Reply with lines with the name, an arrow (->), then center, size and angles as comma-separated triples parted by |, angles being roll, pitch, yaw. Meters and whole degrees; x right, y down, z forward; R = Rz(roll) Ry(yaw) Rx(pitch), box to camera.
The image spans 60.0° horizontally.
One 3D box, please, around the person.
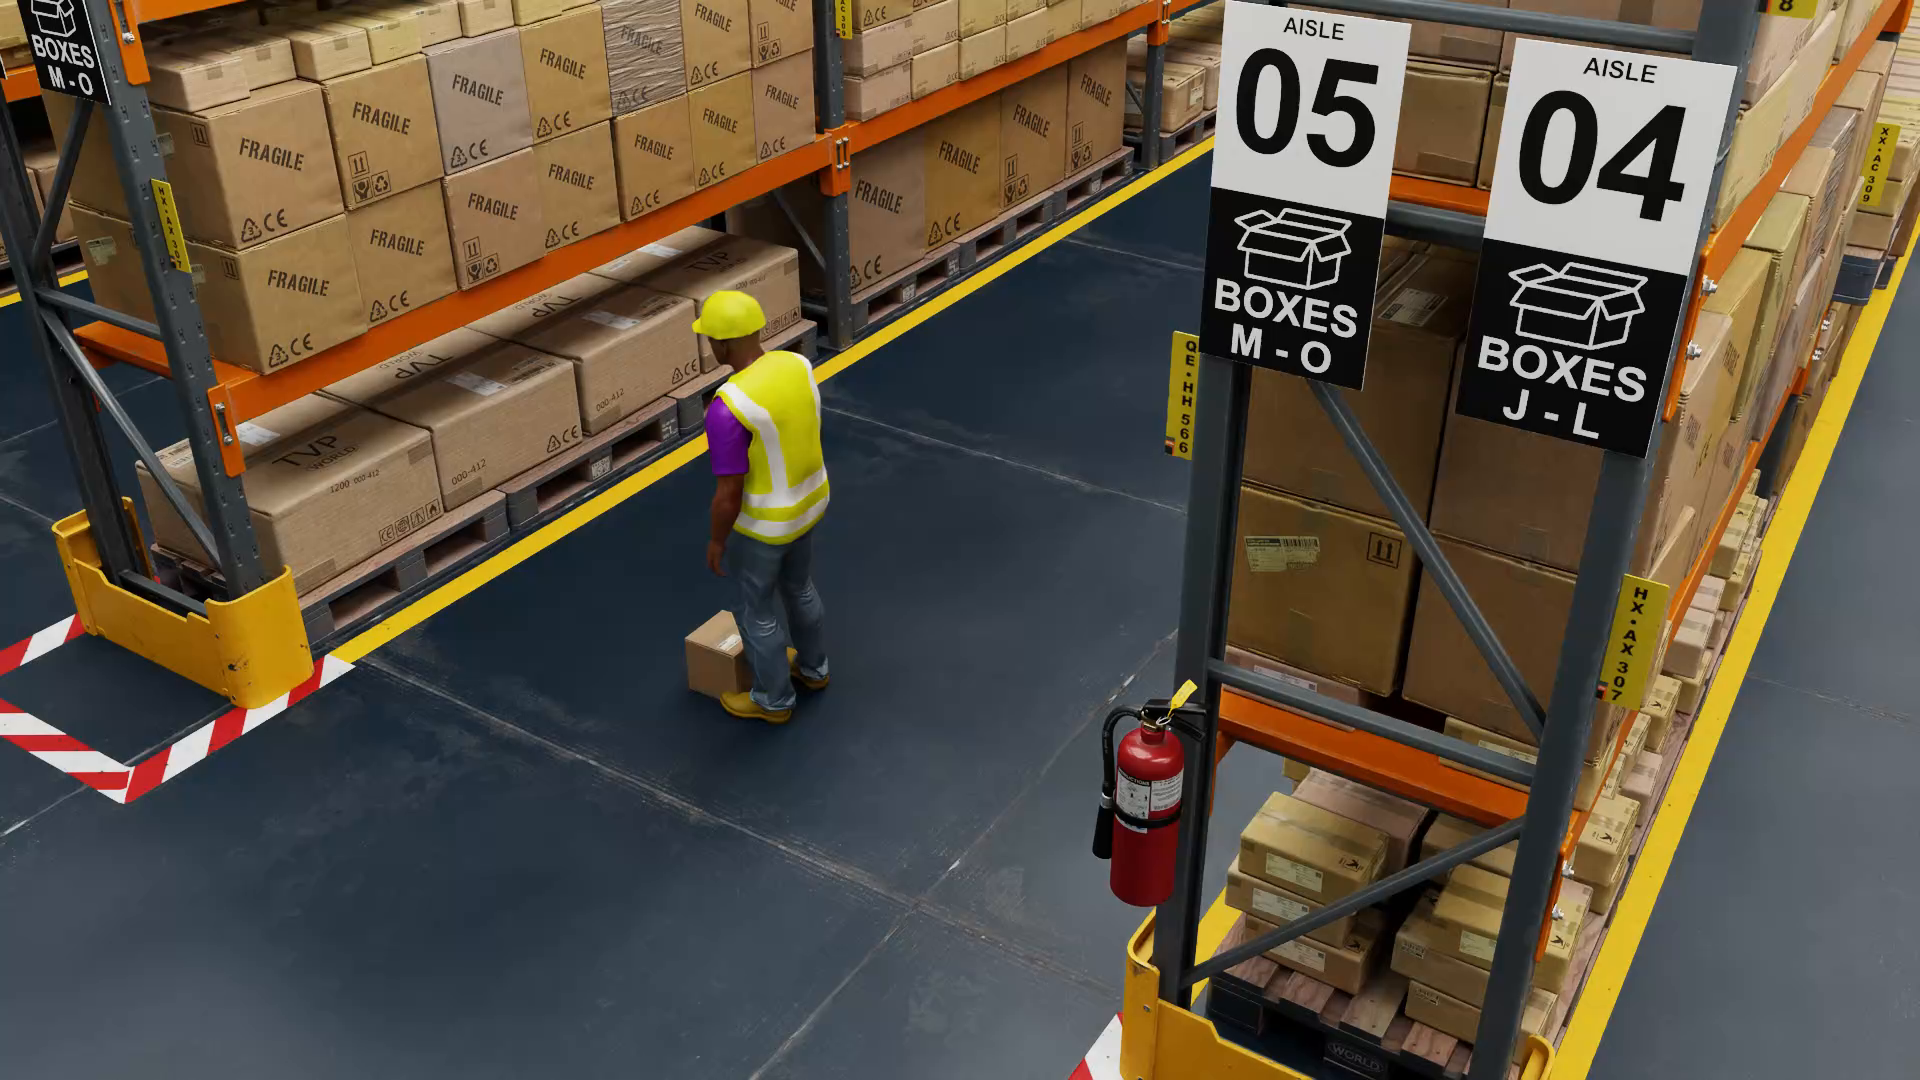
person -> -0.744, -0.113, 6.309 | 0.463, 1.757, 0.634 | 17, 34, 27
